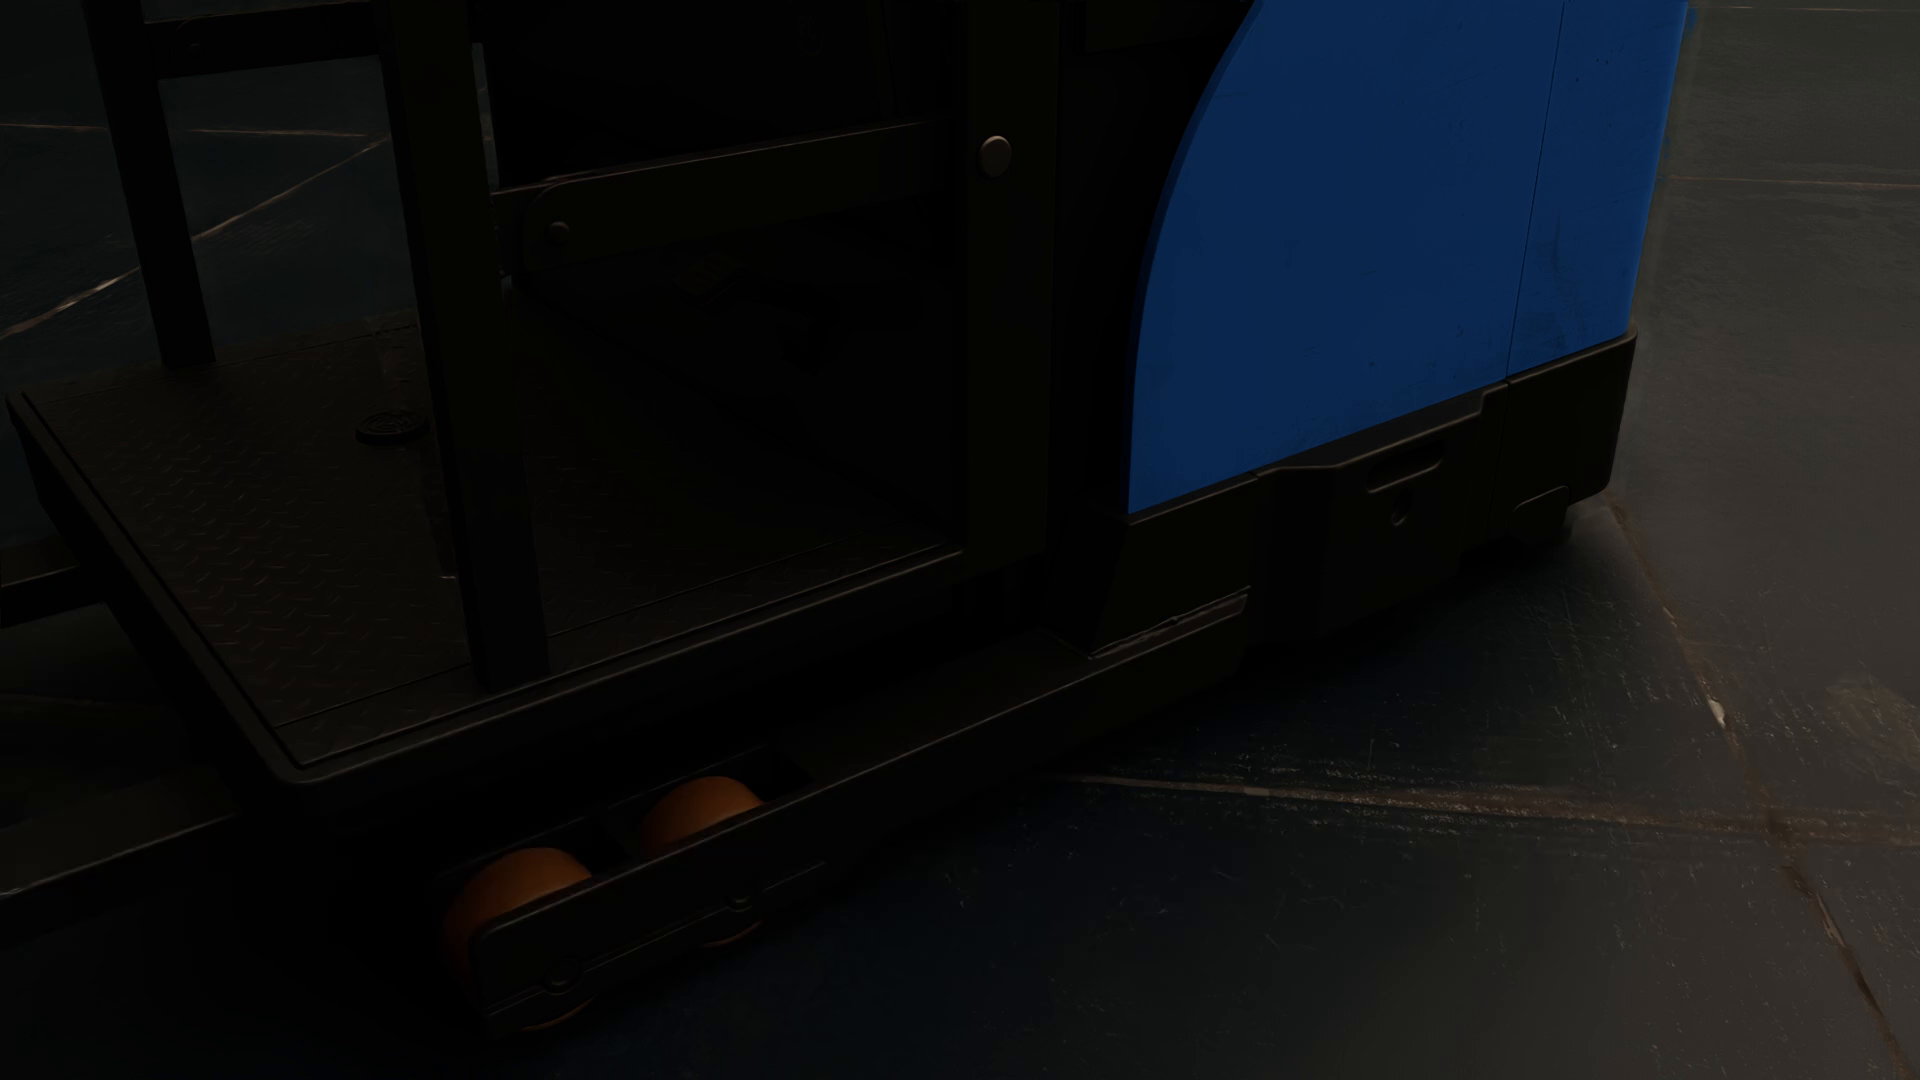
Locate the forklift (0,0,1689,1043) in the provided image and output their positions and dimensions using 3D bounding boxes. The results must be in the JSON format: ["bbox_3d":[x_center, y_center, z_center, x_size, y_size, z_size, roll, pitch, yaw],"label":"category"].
[{"bbox_3d":[-0.485,-1.116,1.454,3.031,2.935,1.130,-19,32,-33],"label":"forklift"}]
